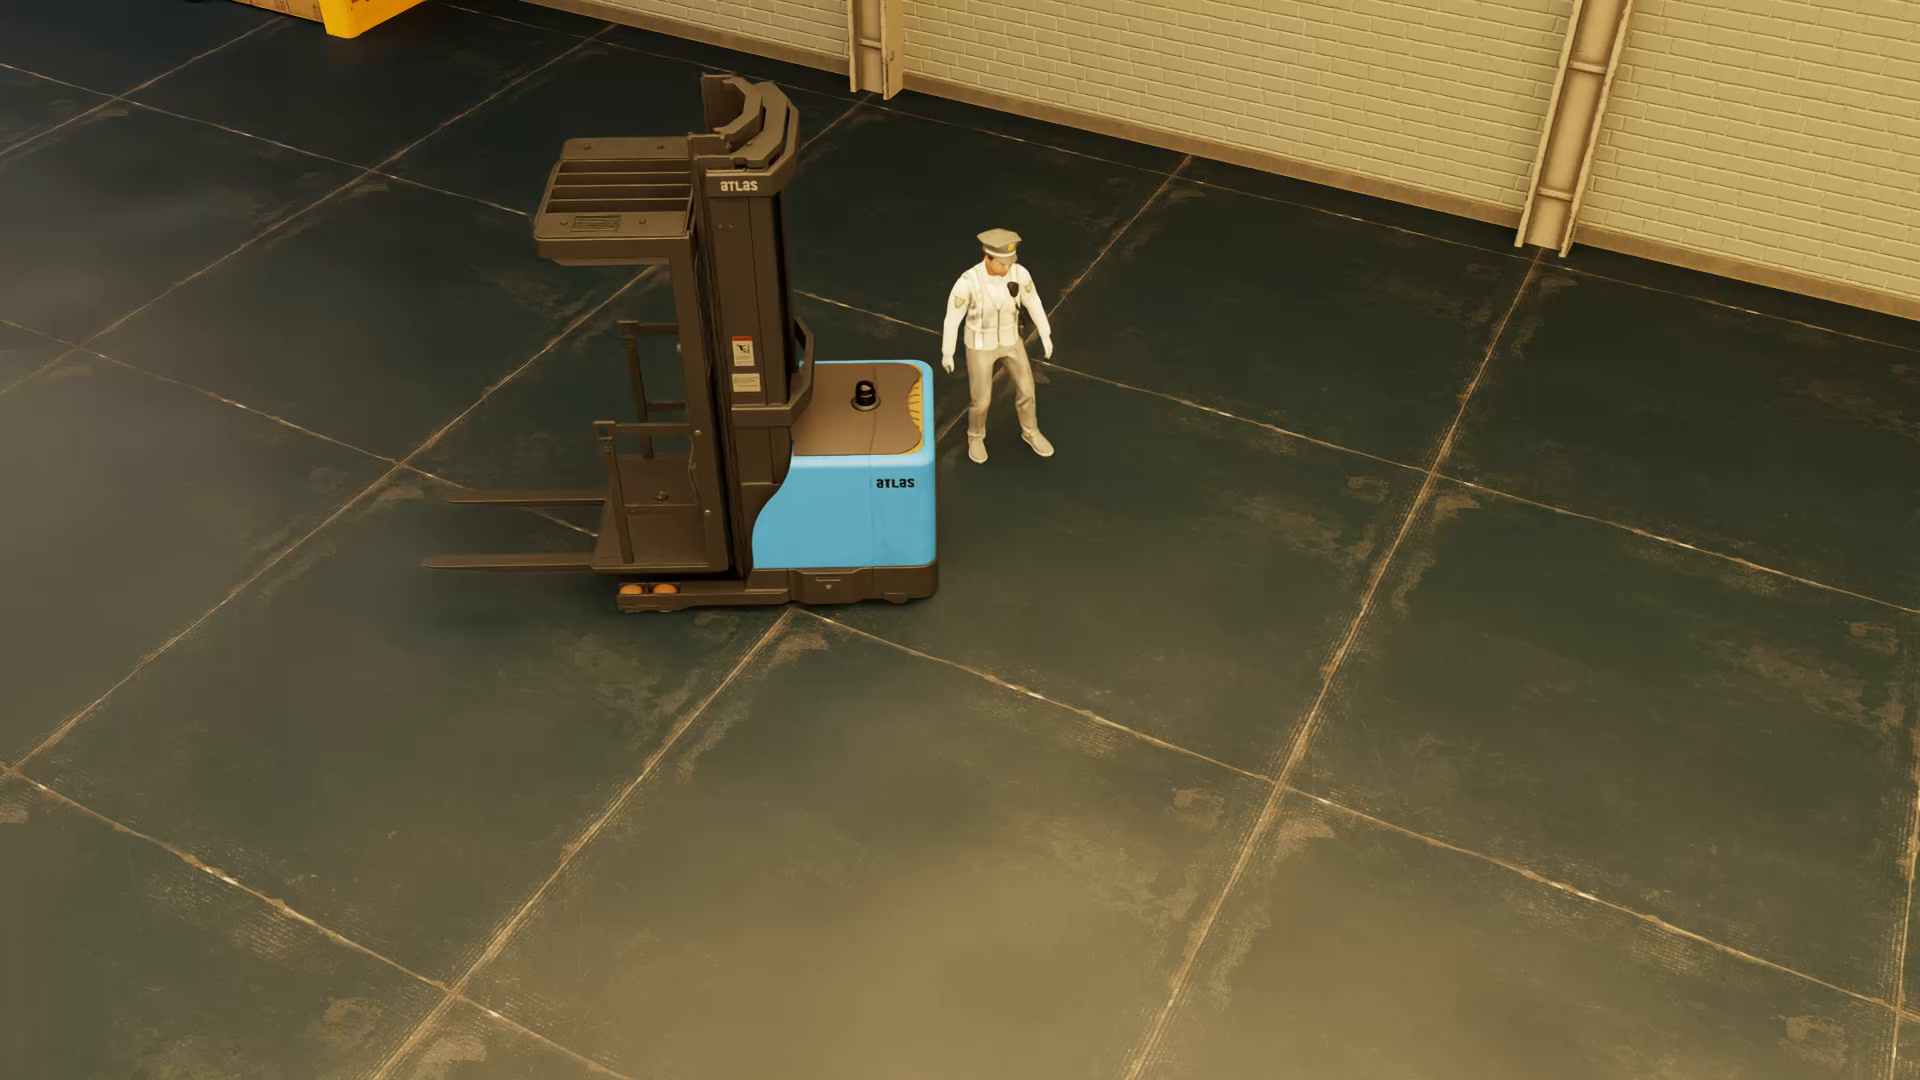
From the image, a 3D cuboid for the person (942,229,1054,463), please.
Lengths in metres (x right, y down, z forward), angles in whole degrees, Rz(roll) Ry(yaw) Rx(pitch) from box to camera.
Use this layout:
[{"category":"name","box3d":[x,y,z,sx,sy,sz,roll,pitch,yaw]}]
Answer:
[{"category":"person","box3d":[0.238,-1.215,10.435,0.713,1.642,0.376,-13,42,-15]}]

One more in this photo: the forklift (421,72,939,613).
[{"category":"forklift","box3d":[-1.653,-1.042,9.223,3.031,2.935,1.130,-1,40,-1]}]
